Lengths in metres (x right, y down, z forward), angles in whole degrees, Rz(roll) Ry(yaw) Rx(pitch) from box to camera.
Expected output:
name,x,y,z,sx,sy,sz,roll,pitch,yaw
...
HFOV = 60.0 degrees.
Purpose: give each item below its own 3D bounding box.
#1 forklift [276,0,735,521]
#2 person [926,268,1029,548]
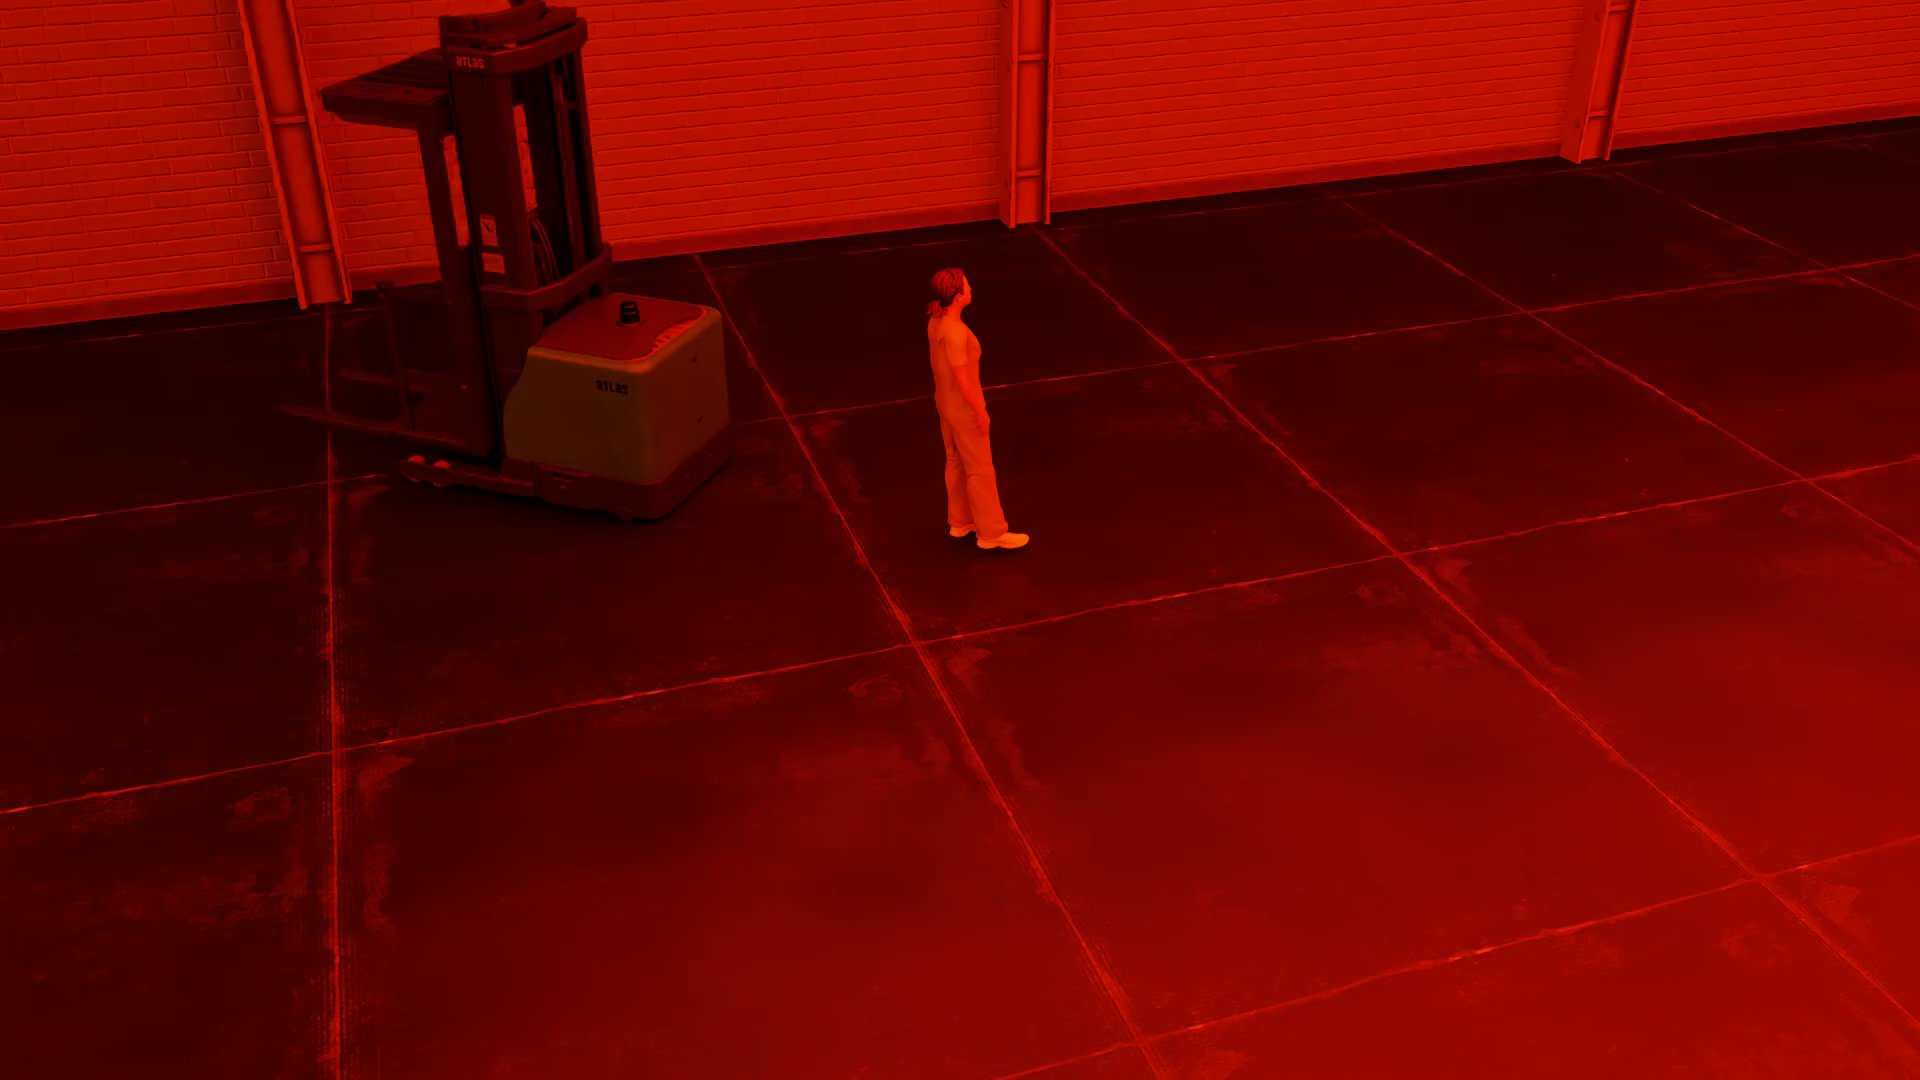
name,x,y,z,sx,sy,sz,roll,pitch,yaw
forklift,-3.044,-1.839,10.283,3.031,2.935,1.130,11,32,18
person,0.074,-0.773,9.593,0.548,1.674,0.548,-10,31,-16
